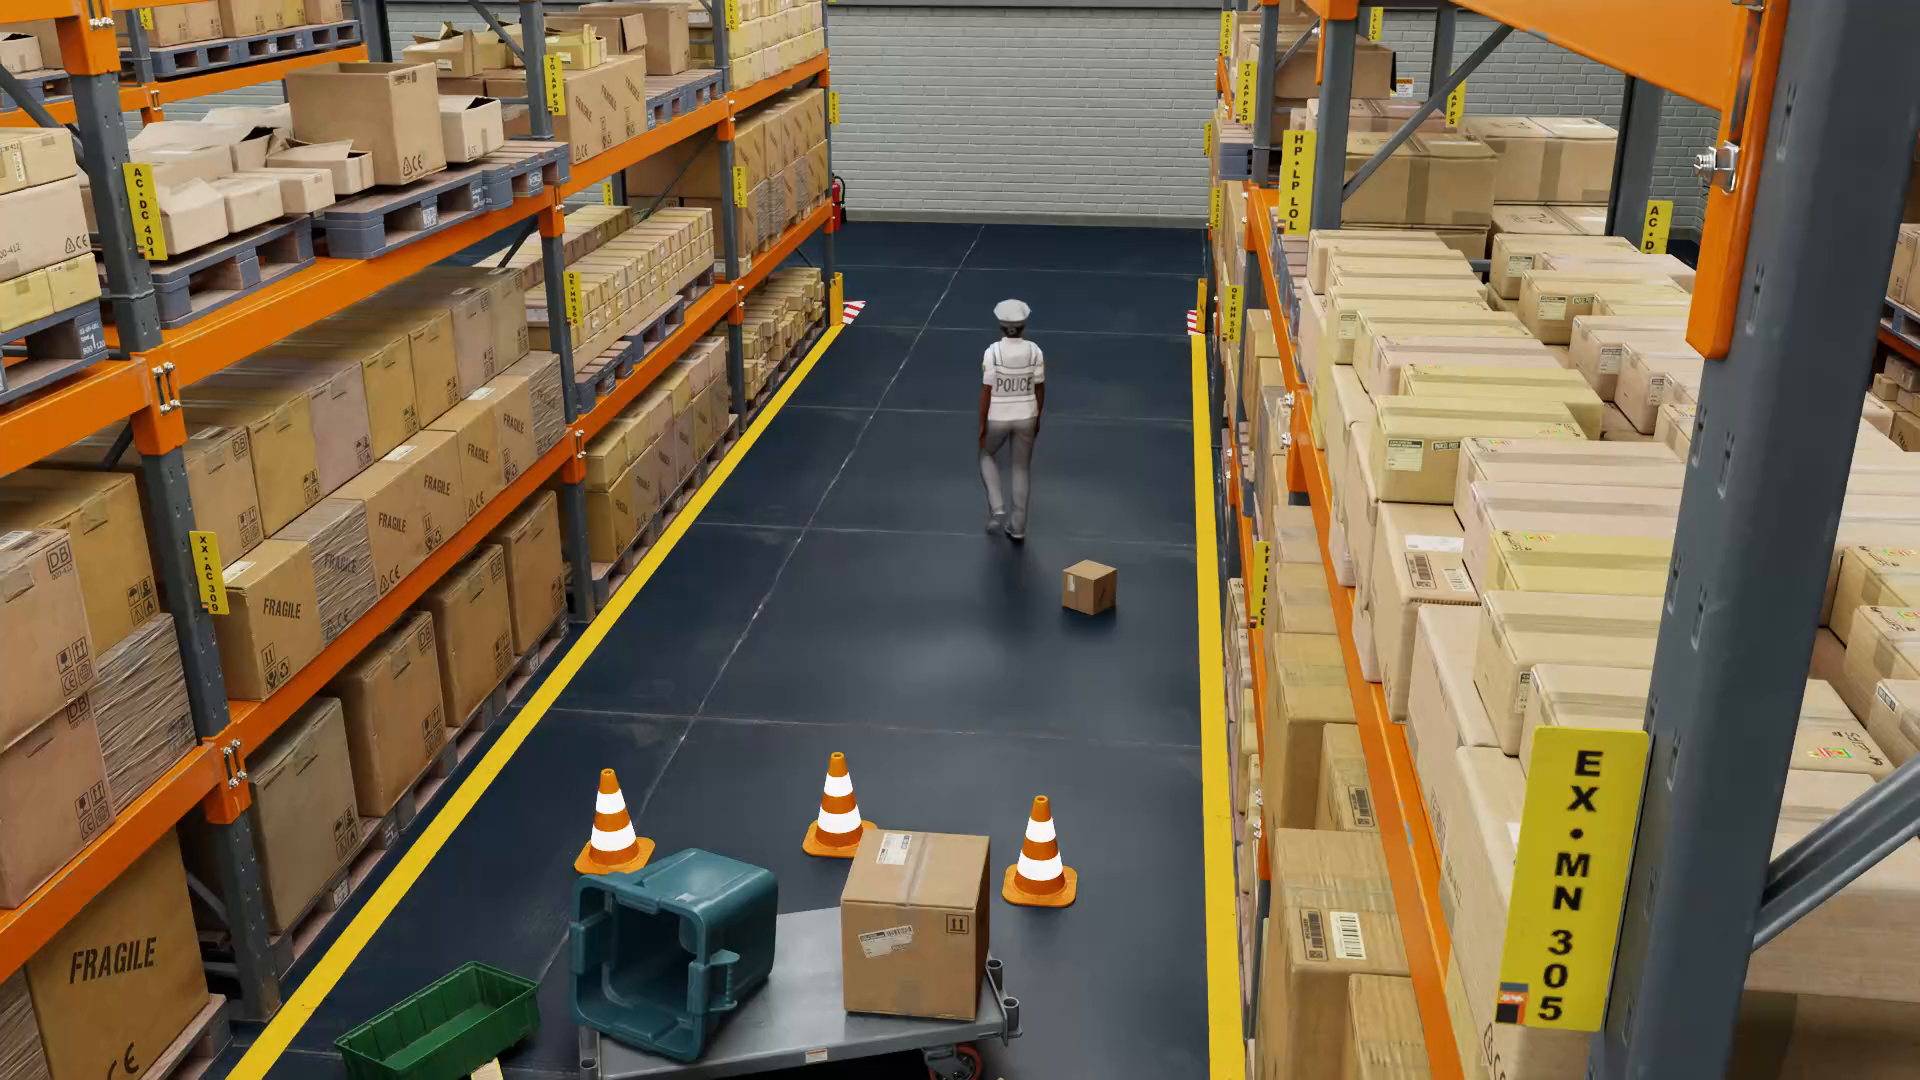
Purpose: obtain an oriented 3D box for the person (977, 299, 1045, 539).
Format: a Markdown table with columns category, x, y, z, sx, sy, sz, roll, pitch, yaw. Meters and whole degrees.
| category | x | y | z | sx | sy | sz | roll | pitch | yaw |
| --- | --- | --- | --- | --- | --- | --- | --- | --- | --- |
| person | 0.348 | -0.837 | 11.674 | 0.484 | 1.721 | 0.479 | -3 | 22 | -8 |
